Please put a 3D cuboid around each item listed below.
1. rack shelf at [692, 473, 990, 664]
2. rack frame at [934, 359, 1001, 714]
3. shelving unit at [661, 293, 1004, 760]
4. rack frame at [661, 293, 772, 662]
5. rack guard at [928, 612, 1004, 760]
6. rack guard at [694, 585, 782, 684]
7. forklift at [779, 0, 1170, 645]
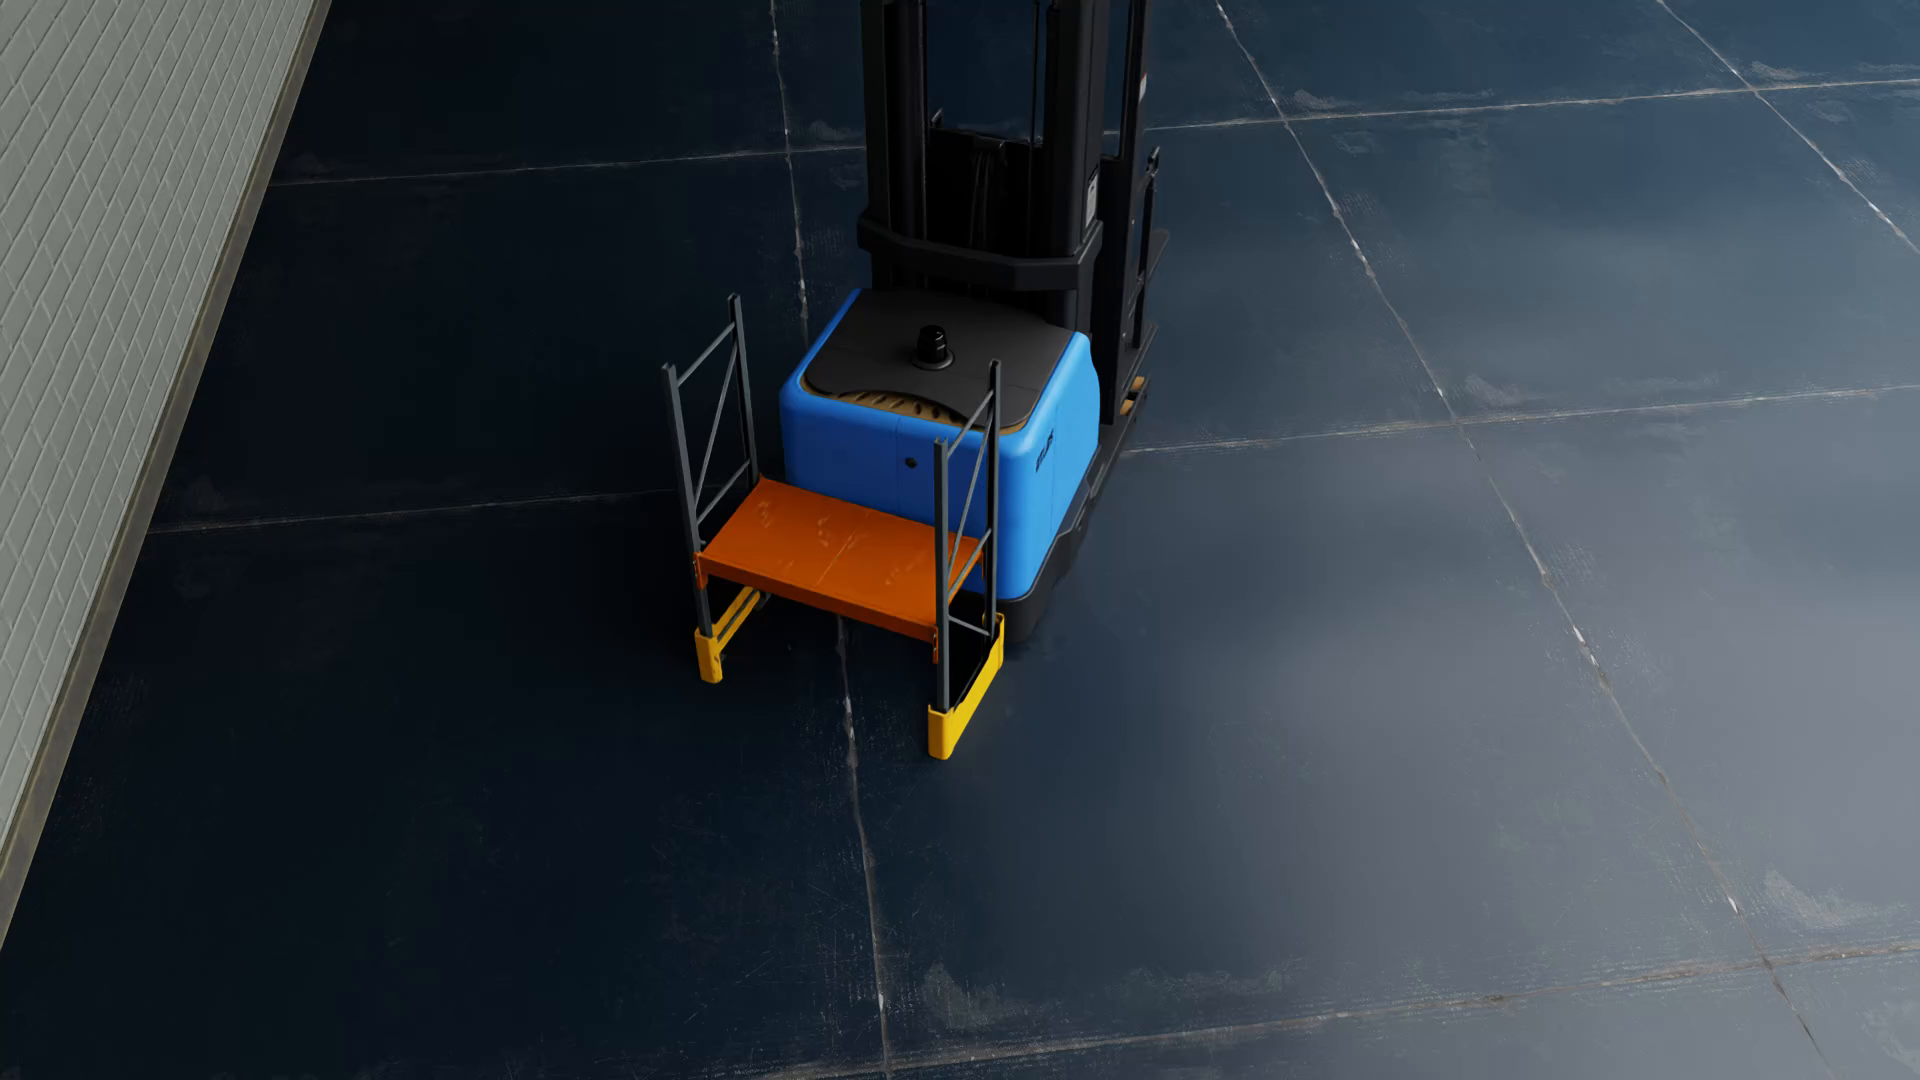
[{"bbox_3d":[-0.439,0.092,6.296,1.000,0.185,0.538,16,44,17],"label":"rack shelf"},{"bbox_3d":[0.028,0.094,6.026,0.032,1.500,0.500,16,44,17],"label":"rack frame"},{"bbox_3d":[-0.431,-0.039,6.173,1.083,1.500,0.587,16,44,17],"label":"shelving unit"},{"bbox_3d":[-0.906,-0.176,6.326,0.032,1.500,0.500,16,44,17],"label":"rack frame"},{"bbox_3d":[0.026,0.558,6.445,0.087,0.250,0.587,16,44,17],"label":"rack guard"},{"bbox_3d":[-0.888,0.293,6.739,0.087,0.250,0.587,16,44,17],"label":"rack guard"},{"bbox_3d":[0.269,-1.668,6.911,1.130,2.935,3.031,13,44,14],"label":"forklift"}]
